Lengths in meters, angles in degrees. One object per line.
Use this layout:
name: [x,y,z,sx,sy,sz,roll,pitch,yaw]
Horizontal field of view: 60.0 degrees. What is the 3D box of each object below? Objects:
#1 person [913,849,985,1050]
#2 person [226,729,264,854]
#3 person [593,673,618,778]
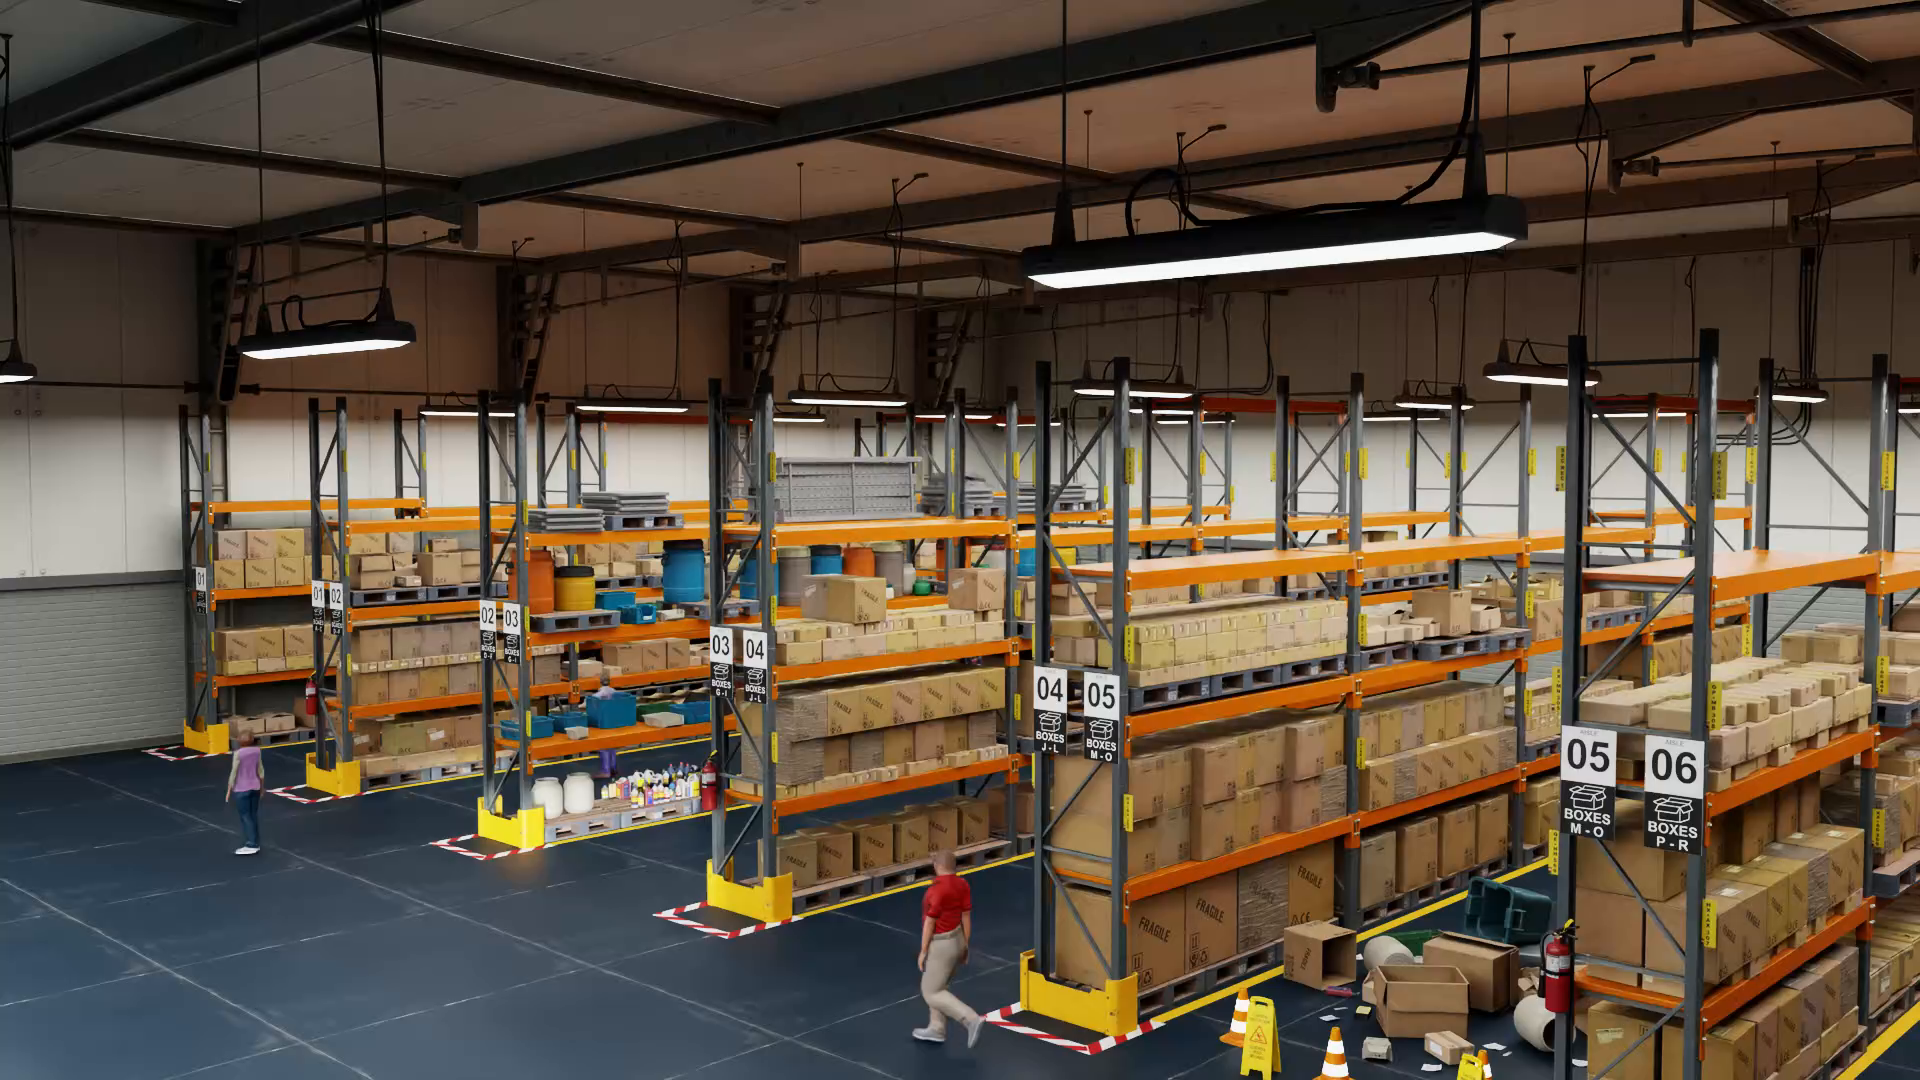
person: [-0.107,3.535,14.389,0.761,1.715,0.505,1,3,21]
person: [-9.170,3.295,21.405,0.371,1.516,0.502,2,3,27]
person: [-5.664,2.965,26.423,0.366,1.672,0.565,1,3,23]
